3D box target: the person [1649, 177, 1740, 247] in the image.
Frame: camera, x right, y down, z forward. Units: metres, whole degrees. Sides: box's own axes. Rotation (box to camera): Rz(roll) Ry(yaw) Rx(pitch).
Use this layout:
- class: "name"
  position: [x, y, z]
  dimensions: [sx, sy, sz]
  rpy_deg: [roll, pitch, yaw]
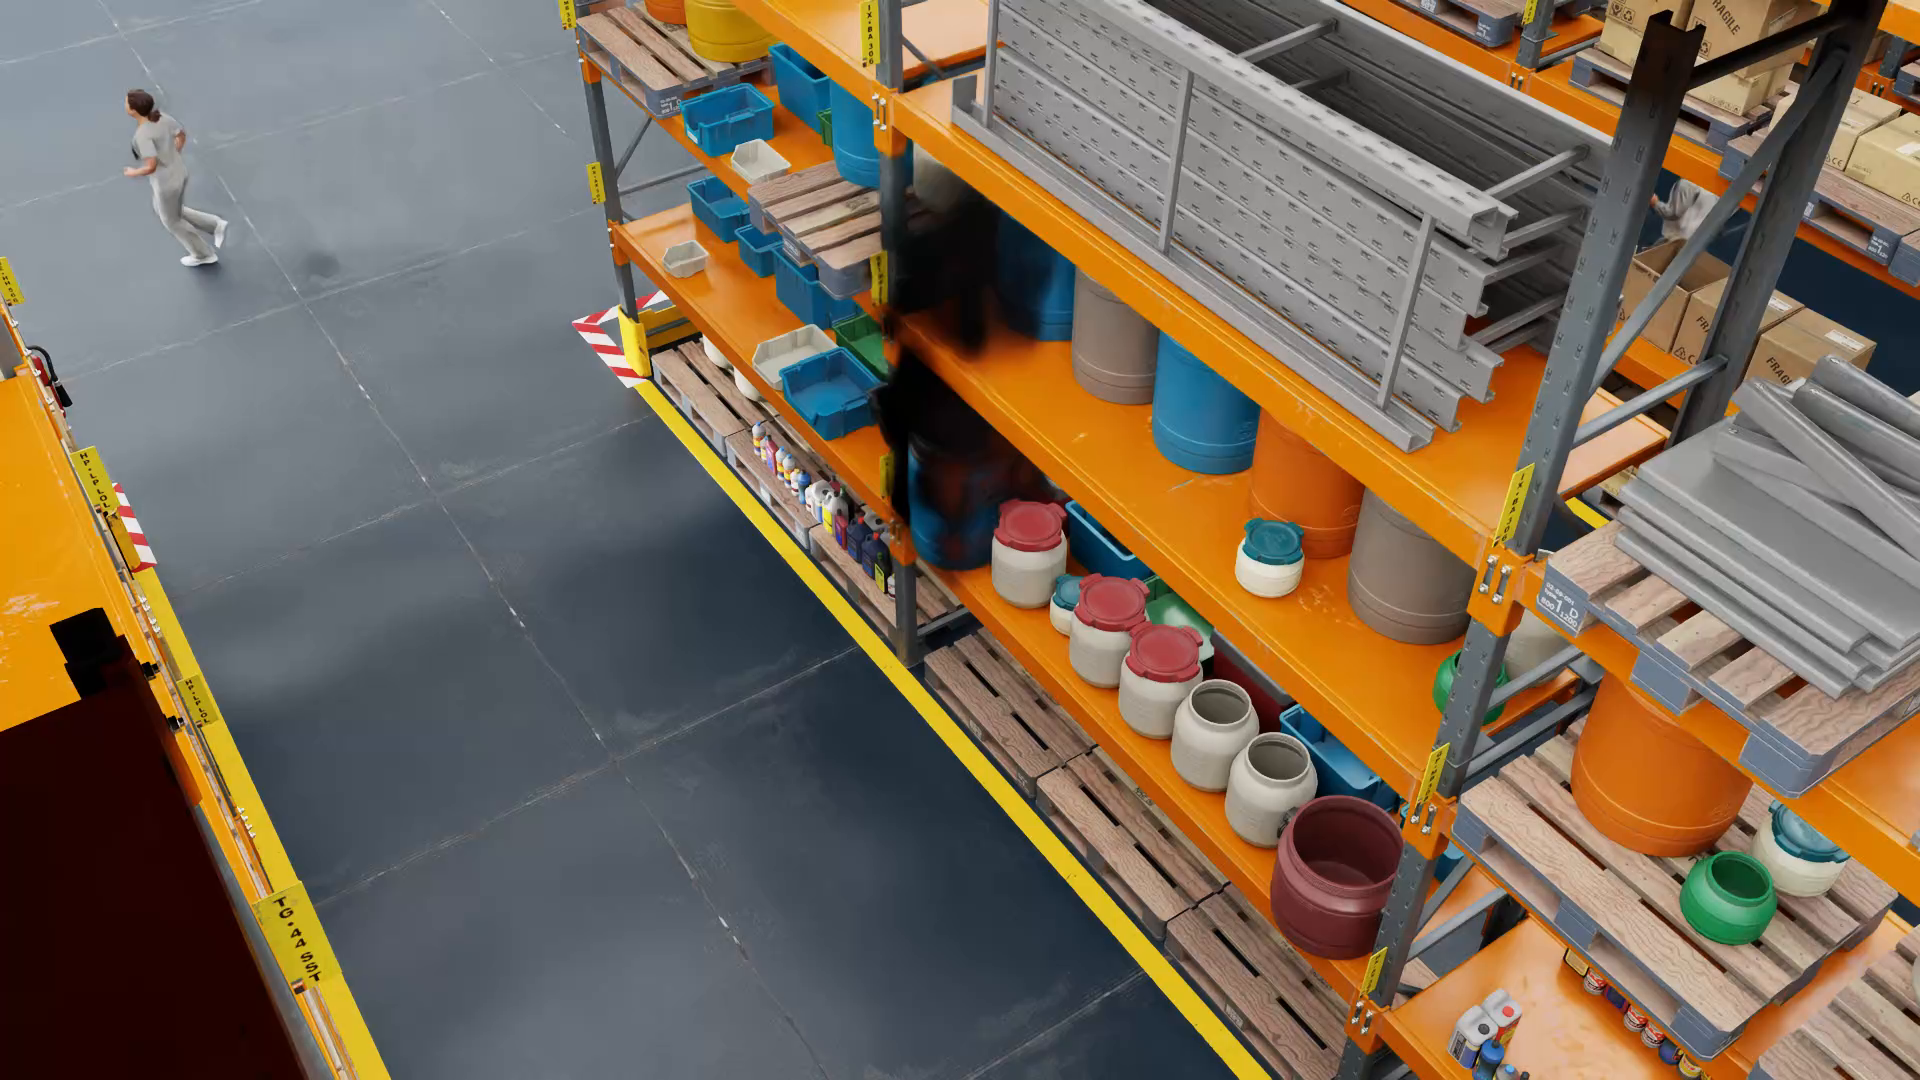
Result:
- class: "person"
  position: [5.690, -2.433, 13.108]
  dimensions: [0.661, 1.758, 0.677]
  rpy_deg: [-27, 49, -26]

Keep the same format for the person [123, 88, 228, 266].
- class: "person"
  position: [-6.566, -2.976, 13.801]
  dimensions: [0.593, 1.639, 0.557]
  rpy_deg: [0, 43, 0]
